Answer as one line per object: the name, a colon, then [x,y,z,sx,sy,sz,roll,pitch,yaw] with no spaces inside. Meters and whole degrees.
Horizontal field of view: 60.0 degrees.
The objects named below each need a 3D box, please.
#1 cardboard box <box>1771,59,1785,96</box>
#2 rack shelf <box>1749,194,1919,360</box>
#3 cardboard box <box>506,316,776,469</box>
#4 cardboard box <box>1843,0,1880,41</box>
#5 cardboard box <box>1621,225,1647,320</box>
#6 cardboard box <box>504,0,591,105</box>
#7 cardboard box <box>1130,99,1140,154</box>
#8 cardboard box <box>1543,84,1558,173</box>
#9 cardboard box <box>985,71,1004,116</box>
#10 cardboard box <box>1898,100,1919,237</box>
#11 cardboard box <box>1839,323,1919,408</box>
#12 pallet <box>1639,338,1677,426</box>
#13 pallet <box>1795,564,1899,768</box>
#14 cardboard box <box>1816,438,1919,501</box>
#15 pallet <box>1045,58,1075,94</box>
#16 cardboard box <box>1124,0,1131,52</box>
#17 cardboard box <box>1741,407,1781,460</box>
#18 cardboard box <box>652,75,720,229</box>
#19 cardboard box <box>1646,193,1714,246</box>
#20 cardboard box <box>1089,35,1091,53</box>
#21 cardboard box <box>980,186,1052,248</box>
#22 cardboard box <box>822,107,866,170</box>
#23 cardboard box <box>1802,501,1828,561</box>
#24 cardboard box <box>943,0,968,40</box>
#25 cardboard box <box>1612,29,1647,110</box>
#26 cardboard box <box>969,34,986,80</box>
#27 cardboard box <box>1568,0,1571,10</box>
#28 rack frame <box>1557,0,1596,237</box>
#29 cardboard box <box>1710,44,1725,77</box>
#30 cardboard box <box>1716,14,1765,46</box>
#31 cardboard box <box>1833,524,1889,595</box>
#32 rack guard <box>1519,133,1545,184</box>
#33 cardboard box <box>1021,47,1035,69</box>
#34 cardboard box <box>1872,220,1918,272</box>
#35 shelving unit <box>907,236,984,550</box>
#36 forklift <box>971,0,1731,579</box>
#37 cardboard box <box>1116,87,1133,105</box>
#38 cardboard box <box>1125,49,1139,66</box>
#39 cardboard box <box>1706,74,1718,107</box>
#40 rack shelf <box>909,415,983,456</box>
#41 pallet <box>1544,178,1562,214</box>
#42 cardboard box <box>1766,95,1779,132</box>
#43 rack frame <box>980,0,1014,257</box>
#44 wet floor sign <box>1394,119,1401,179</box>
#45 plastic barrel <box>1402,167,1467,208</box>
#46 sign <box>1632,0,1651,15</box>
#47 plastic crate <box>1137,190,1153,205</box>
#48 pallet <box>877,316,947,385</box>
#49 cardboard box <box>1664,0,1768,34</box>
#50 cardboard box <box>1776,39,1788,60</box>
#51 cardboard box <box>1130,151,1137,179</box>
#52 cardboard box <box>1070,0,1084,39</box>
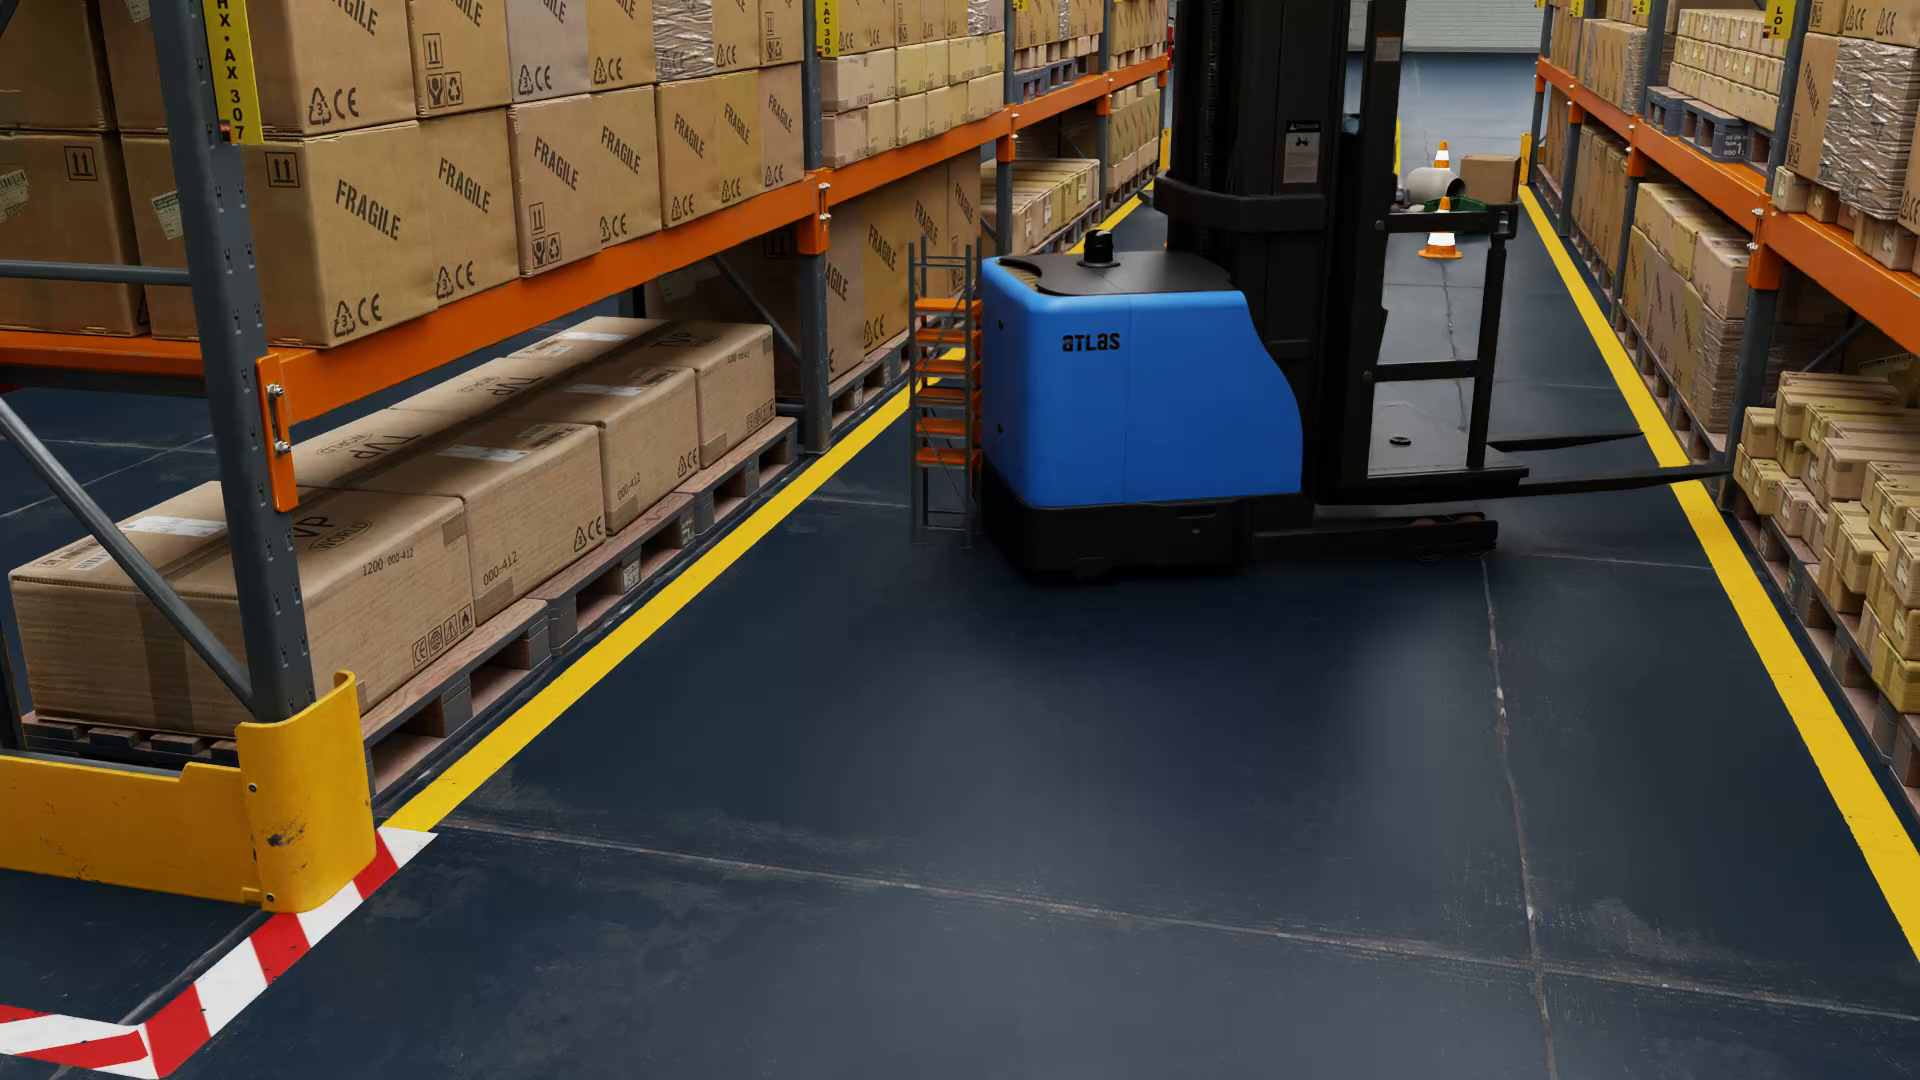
cardboard box: [3.676,-1.953,7.044,0.380,0.149,0.250,5,19,14]
rack shelf: [3.219,-0.542,4.747,1.077,0.370,4.000,5,19,13]
cardboard box: [-1.375,-0.667,7.313,0.875,0.438,0.875,4,19,13]
cardboard box: [3.249,-1.885,5.404,0.500,0.500,0.500,4,19,12]
cardboard box: [4.264,-1.578,9.883,0.500,0.500,0.500,4,19,11]
cardboard box: [-1.464,-1.588,4.994,0.500,0.500,0.500,5,19,13]
cardboard box: [1.491,-4.123,16.563,0.500,0.500,0.500,6,20,16]
cardboard box: [6.538,-4.246,17.116,0.875,0.875,0.875,5,19,14]
cardboard box: [-0.012,-2.873,10.689,0.500,0.250,0.500,4,19,11]
cardboard box: [2.967,-1.081,4.598,0.500,0.500,0.500,6,20,16]
cardboard box: [4.145,-0.736,7.419,0.500,0.500,0.500,5,20,16]
pallet: [4.192,-0.818,8.755,1.003,0.211,1.213,5,19,13]
pallet: [3.281,0.407,5.170,1.003,0.211,1.213,5,19,13]
cardboard box: [3.100,-0.227,5.553,0.380,0.149,0.250,5,20,15]
pallet: [0.304,-3.655,13.046,1.003,0.211,1.213,5,19,13]
cardboard box: [1.315,-4.839,15.600,0.500,0.500,0.500,5,19,13]
cardboard box: [3.308,-0.412,6.553,0.380,0.149,0.250,6,20,16]
cardboard box: [-1.212,-1.430,6.079,0.500,0.500,0.500,4,19,13]
cardboard box: [4.158,-1.778,9.310,0.500,0.250,0.500,4,19,13]
cardboard box: [0.898,-4.192,14.058,0.380,0.149,0.250,4,19,12]
cardboard box: [0.180,-2.486,12.741,0.950,0.372,0.625,4,19,12]
cardboard box: [-0.754,-1.915,7.885,0.500,0.250,0.500,4,19,12]
cardboard box: [3.218,-0.021,5.871,0.380,0.149,0.250,4,19,12]
cardboard box: [-0.258,-3.144,9.549,0.500,0.500,0.500,5,19,13]
cardboard box: [4.657,-3.129,11.054,0.500,0.500,0.500,5,19,13]
cardboard box: [-0.134,-2.955,10.158,0.500,0.250,0.500,4,19,12]
cardboard box: [5.807,-4.893,14.471,0.875,0.550,0.550,5,19,13]
rack frame: [5.662,-4.017,13.808,1.000,3.000,0.127,5,19,13]
cardboard box: [4.059,-2.444,8.482,0.380,0.149,0.250,4,19,13]
cardboard box: [4.064,-2.583,8.428,0.380,0.149,0.250,5,20,15]
cardboard box: [2.942,0.072,5.136,0.380,0.149,0.250,5,19,14]
rack guard: [6.645,-4.095,17.904,1.175,0.500,0.348,5,19,13]
cardboard box: [0.333,-3.458,11.909,0.380,0.149,0.250,3,19,10]
cardboard box: [3.046,-0.911,5.103,0.380,0.149,0.250,6,20,16]
shelving unit: [-0.054,-0.568,6.493,0.258,1.200,0.189,4,19,13]
forklift: [1.619,-1.464,6.440,3.031,2.935,1.130,-4,19,-11]
cardboard box: [1.456,-4.295,16.062,0.380,0.149,0.250,5,20,15]
cardboard box: [1.547,-4.731,16.286,0.380,0.149,0.250,5,19,14]
cardboard box: [4.057,-2.303,8.529,0.380,0.149,0.250,5,19,14]
rack shelf: [-0.054,-0.412,6.546,0.258,0.103,0.180,4,19,13]
pallet: [6.220,-3.313,16.061,1.003,0.211,1.213,5,19,13]
cardboard box: [3.675,-1.811,7.088,0.380,0.149,0.250,5,19,14]
rack frame: [-0.140,-3.123,11.189,1.000,3.000,0.127,5,19,13]
wet floor sign: [4.726,-4.322,18.343,0.267,0.644,0.232,1,19,4]
plastic barrel: [4.452,-3.275,15.620,0.421,0.421,0.512,-13,23,-34]
sign: [4.146,-3.354,10.075,0.100,0.325,0.005,5,19,13]
plastic crate: [2.016,-3.422,16.582,0.402,0.080,0.583,-2,19,-6]
pallet: [-0.706,-1.181,9.817,1.003,0.211,1.213,5,19,13]
cardboard box: [4.804,-3.424,10.369,0.700,0.500,0.500,5,19,13]
cardboard box: [3.681,-2.096,7.003,0.380,0.149,0.250,4,19,12]
cardboard box: [1.490,-3.772,16.695,0.500,0.250,0.500,4,19,13]
cardboard box: [0.695,-4.283,13.323,0.500,0.500,0.500,5,20,15]
